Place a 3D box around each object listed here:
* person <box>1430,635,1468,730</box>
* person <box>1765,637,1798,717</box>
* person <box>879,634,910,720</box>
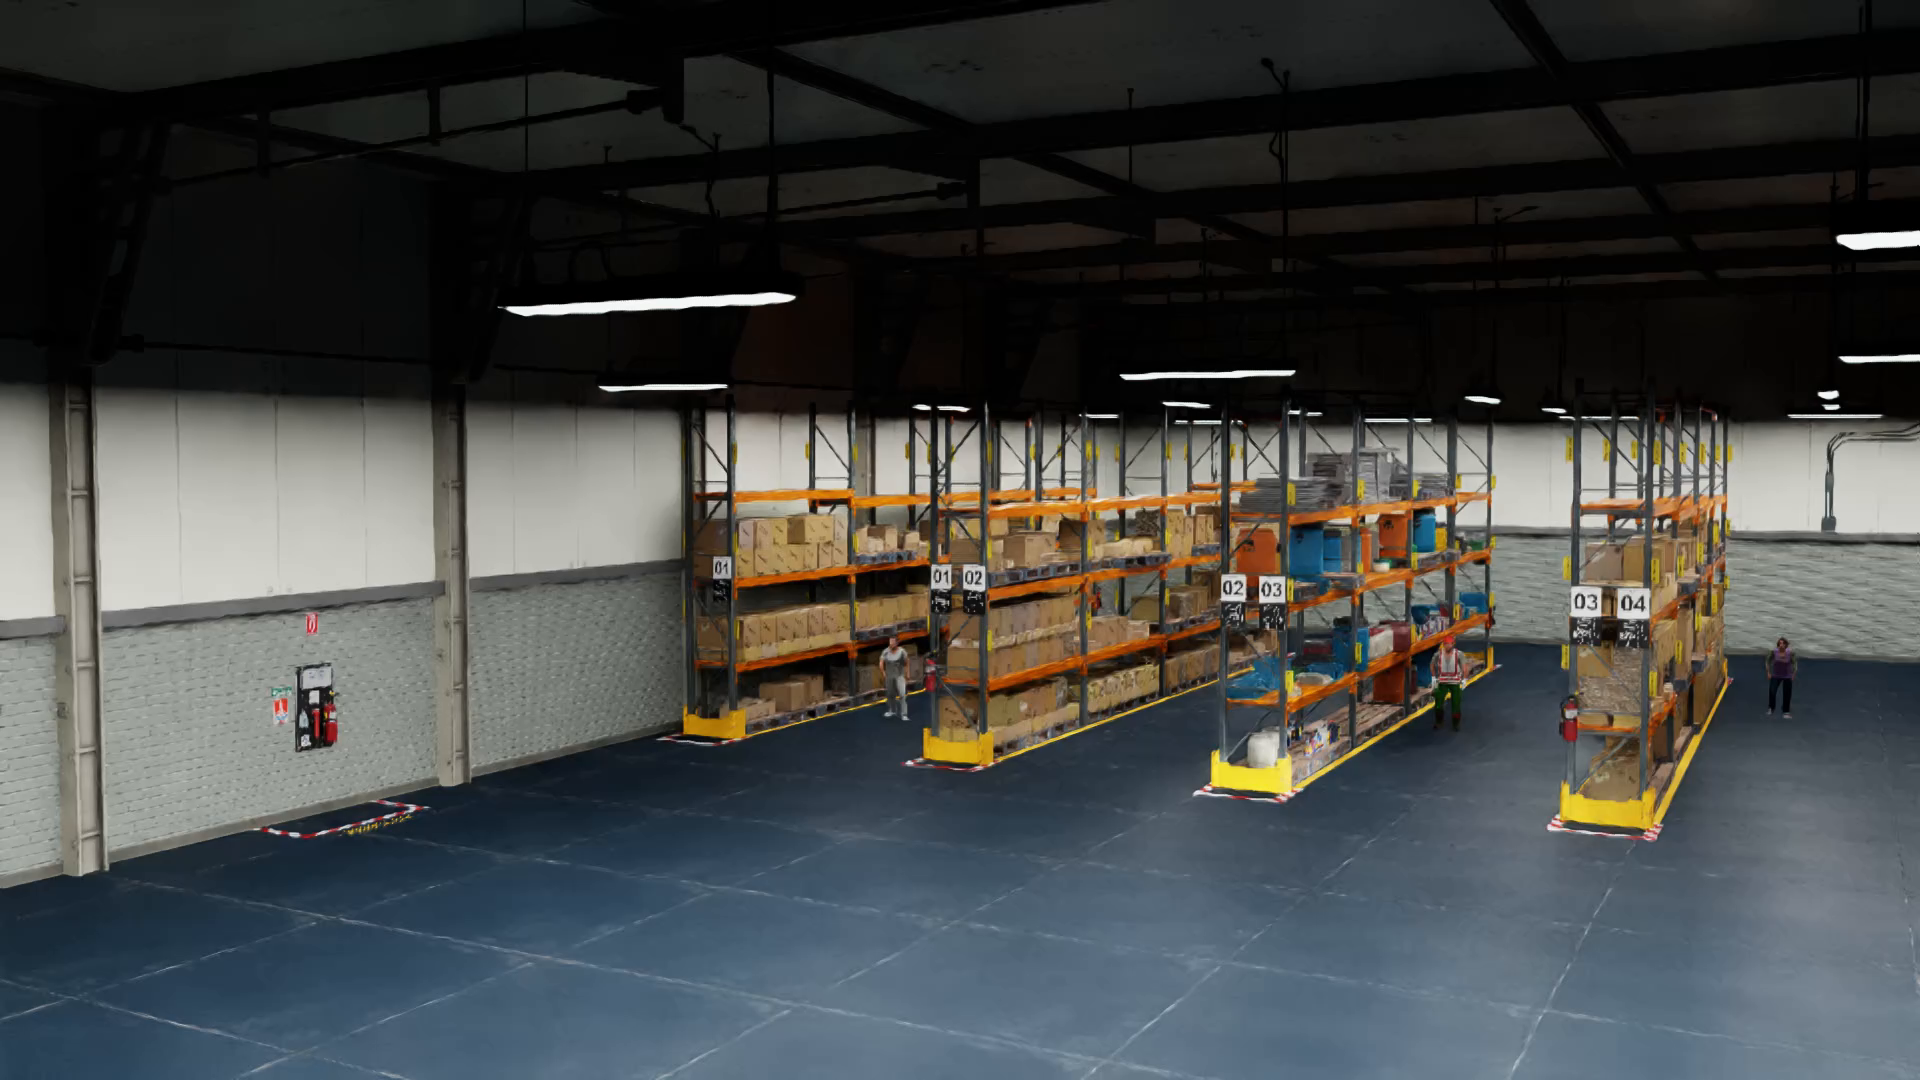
[{"bbox_3d":[8.799,2.564,29.944,0.677,1.741,0.552,1,3,26],"label":"person"},{"bbox_3d":[15.517,2.591,31.432,0.566,1.526,0.519,1,3,25],"label":"person"},{"bbox_3d":[-1.189,2.549,31.164,0.613,1.604,0.808,1,3,10],"label":"person"}]
